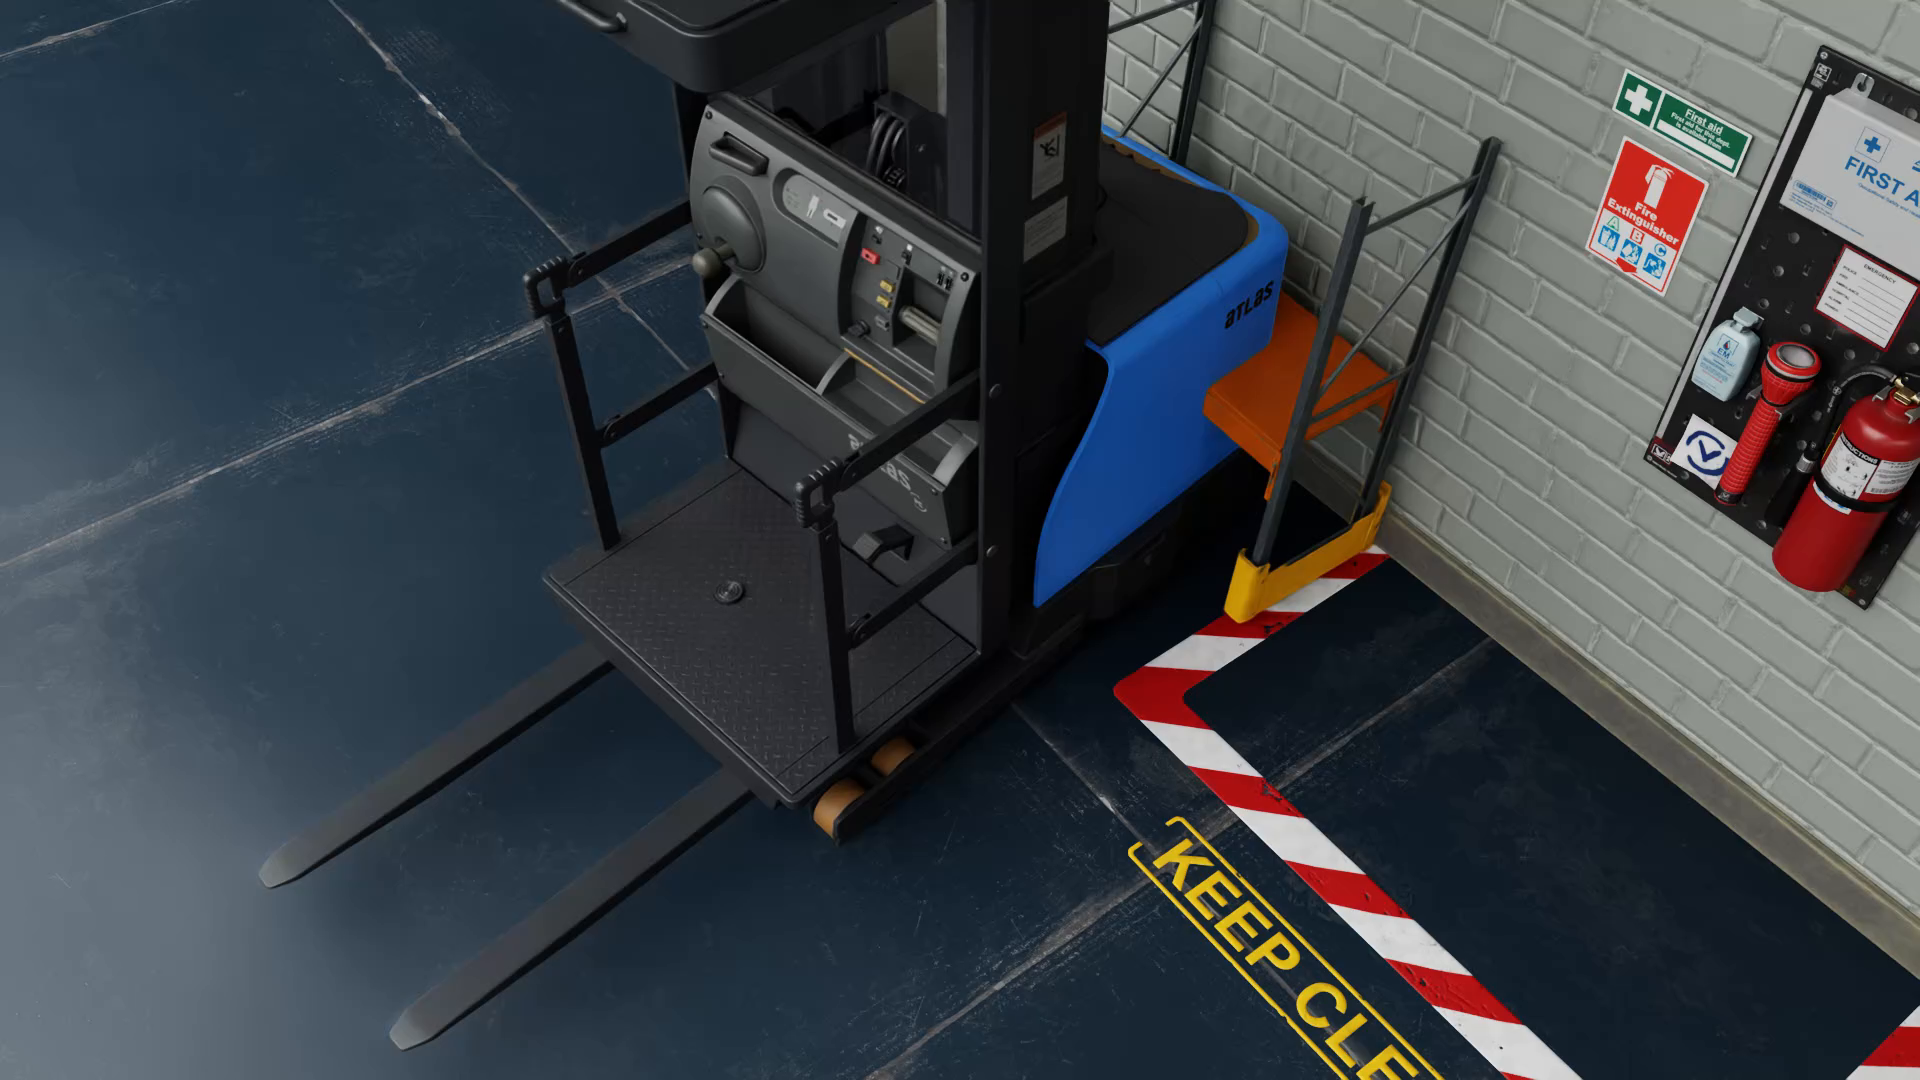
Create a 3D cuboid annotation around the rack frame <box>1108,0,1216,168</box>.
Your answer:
[{"bbox_3d":[0.484,-1.021,5.084,0.500,1.500,0.032,-27,56,-26],"label":"rack frame"}]

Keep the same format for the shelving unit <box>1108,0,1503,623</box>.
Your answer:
[{"bbox_3d":[0.792,-0.700,4.820,0.587,1.500,1.083,-27,56,-26],"label":"shelving unit"}]

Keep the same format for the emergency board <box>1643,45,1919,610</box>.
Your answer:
[{"bbox_3d":[1.851,-0.369,3.560,0.194,1.169,0.643,-29,54,-24],"label":"emergency board"}]

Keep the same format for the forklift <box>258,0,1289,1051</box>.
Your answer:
[{"bbox_3d":[-0.467,-0.613,3.827,1.130,2.935,3.031,36,57,28],"label":"forklift"}]

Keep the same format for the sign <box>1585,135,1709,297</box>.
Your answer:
[{"bbox_3d":[1.598,-0.753,3.884,0.001,0.329,0.234,-29,54,-24],"label":"sign"}]

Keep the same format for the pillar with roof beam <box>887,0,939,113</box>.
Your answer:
[{"bbox_3d":[-3.742,-2.517,1.458,9.100,9.000,0.400,-29,54,-24],"label":"pillar with roof beam"}]

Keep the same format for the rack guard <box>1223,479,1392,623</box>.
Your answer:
[{"bbox_3d":[1.053,0.025,5.031,0.587,0.250,0.087,-27,56,-26],"label":"rack guard"}]

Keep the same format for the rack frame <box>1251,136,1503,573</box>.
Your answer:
[{"bbox_3d":[1.089,-0.390,4.565,0.500,1.500,0.032,-27,56,-26],"label":"rack frame"}]

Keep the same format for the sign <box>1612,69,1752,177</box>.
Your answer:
[{"bbox_3d":[1.594,-0.925,3.682,0.001,0.109,0.331,-29,54,-24],"label":"sign"}]

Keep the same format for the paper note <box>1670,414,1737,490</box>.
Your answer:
[{"bbox_3d":[1.799,-0.209,4.009,0.016,0.148,0.142,-29,54,-24],"label":"paper note"}]

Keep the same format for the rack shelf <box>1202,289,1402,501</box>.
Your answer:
[{"bbox_3d":[0.776,-0.586,4.959,0.538,0.185,1.000,-27,56,-26],"label":"rack shelf"}]
